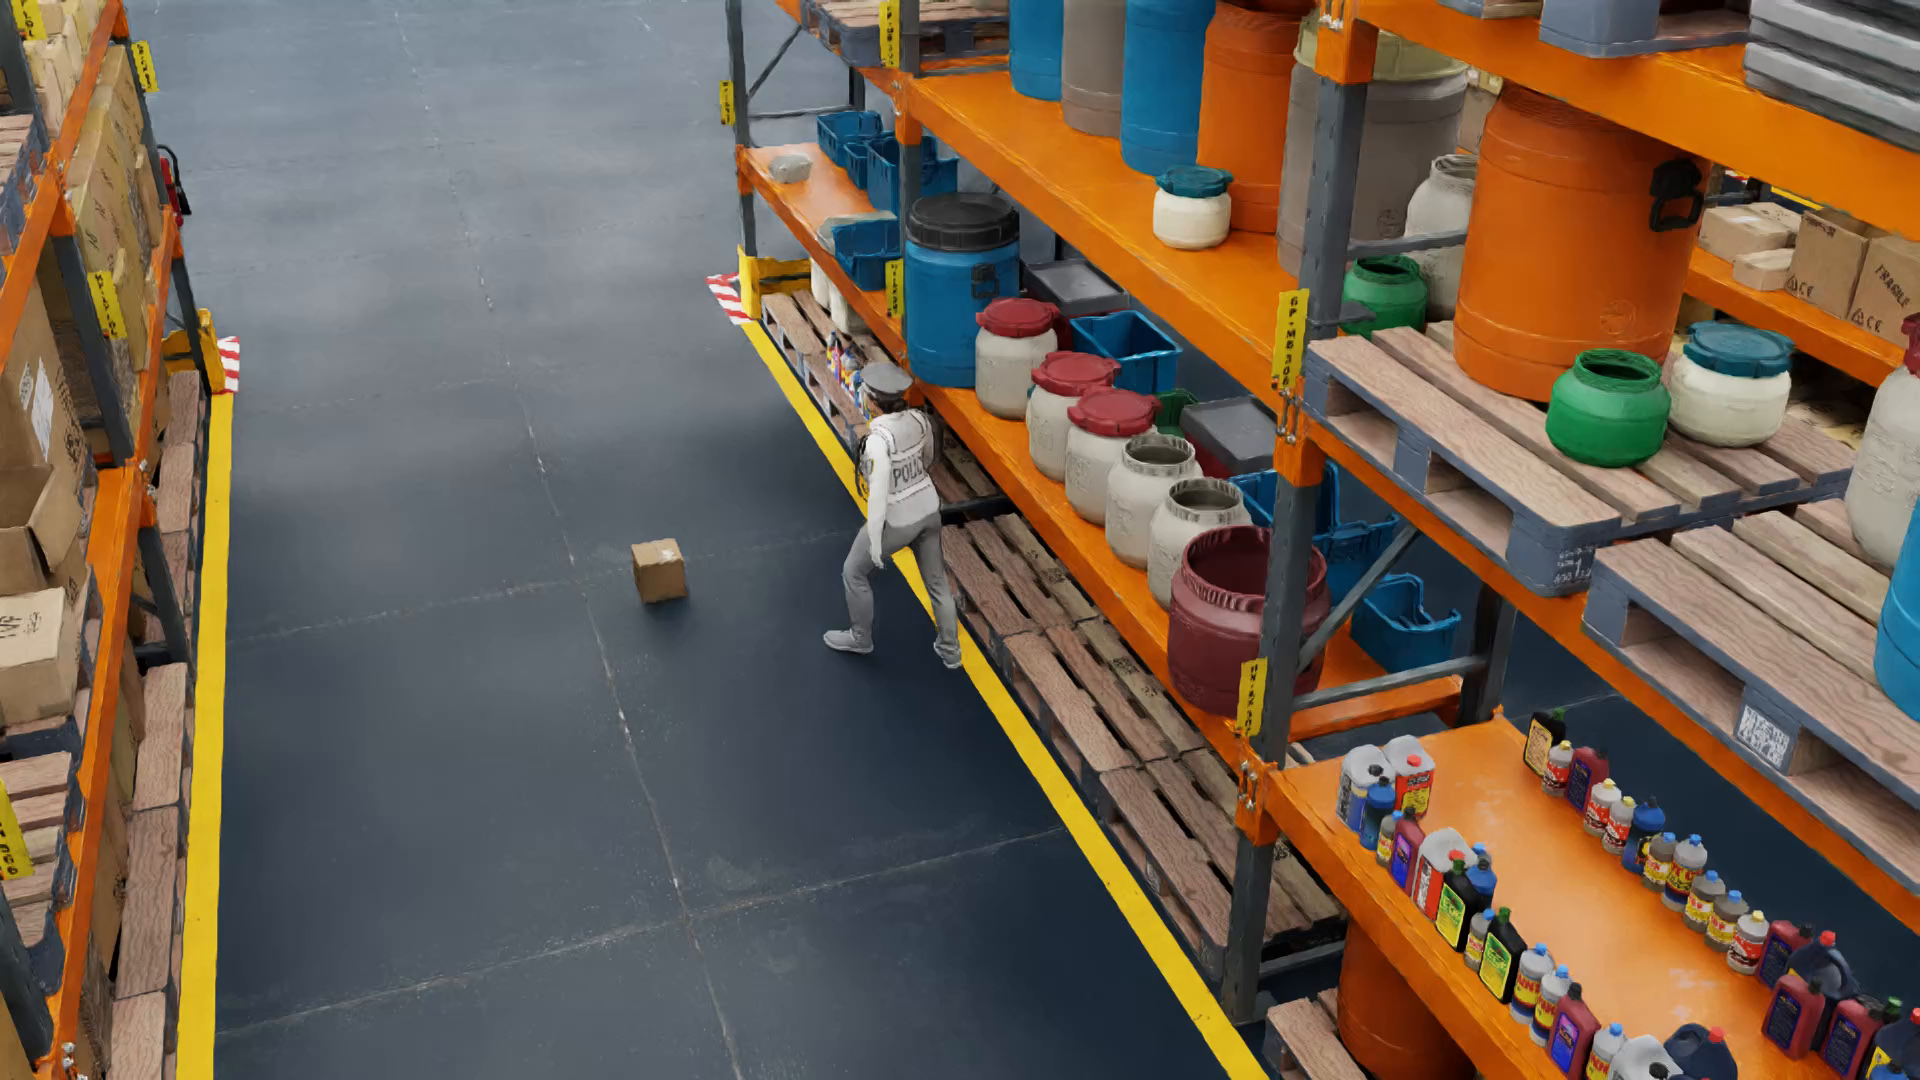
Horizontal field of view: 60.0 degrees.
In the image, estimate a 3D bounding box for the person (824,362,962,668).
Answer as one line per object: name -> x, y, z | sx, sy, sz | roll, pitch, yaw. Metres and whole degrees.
person -> -0.314, -0.116, 8.539 | 0.699, 1.631, 0.599 | 26, 39, 37
